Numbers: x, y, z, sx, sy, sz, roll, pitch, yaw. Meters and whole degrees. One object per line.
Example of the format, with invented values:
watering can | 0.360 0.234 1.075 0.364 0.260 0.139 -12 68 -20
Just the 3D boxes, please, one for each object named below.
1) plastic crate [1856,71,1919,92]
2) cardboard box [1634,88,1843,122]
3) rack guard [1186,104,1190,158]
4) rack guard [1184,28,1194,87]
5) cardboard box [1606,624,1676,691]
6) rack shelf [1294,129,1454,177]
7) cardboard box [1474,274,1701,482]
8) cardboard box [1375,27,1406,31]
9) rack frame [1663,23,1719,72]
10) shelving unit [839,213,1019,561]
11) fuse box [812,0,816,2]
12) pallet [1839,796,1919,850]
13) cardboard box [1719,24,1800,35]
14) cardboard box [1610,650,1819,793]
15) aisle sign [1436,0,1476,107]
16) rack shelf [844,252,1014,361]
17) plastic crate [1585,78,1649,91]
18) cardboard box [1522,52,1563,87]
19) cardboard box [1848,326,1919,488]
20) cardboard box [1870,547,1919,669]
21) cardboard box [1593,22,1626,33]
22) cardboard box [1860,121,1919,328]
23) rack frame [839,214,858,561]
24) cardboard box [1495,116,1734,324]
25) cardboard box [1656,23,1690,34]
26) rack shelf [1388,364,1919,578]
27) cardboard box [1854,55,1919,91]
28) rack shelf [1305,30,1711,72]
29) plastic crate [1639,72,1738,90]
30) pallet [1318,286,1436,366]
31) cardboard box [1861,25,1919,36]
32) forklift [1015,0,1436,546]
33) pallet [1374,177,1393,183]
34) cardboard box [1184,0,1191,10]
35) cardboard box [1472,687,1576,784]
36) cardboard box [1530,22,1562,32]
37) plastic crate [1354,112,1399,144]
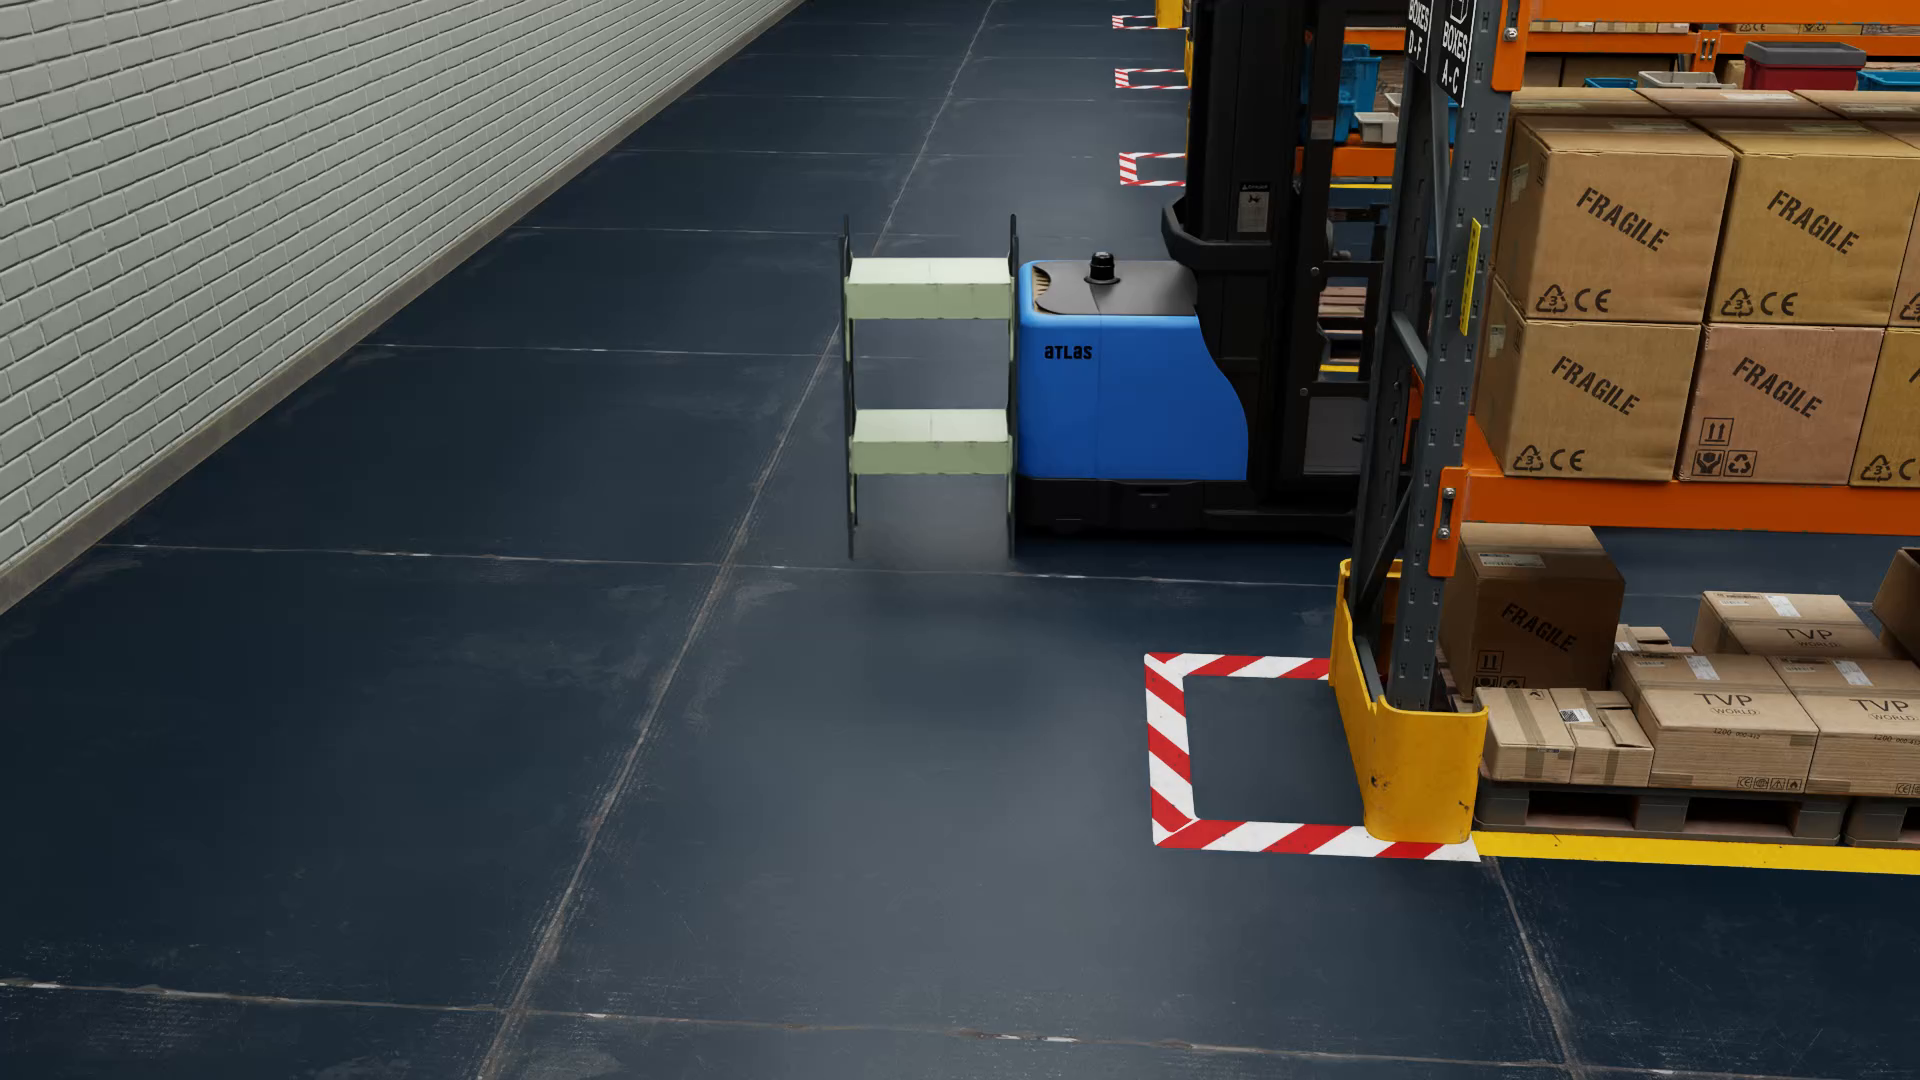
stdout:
plastic crate | 5.394 -2.422 9.406 0.575 0.384 0.392 2 25 4
cardboard box | 2.483 -1.177 5.437 0.500 0.500 0.500 3 25 5
rack guard | 2.253 -3.587 14.980 0.348 0.500 1.175 2 25 4
rack guard | 2.833 -5.647 19.459 0.348 0.500 1.175 2 25 4
cardboard box | 2.473 0.460 6.059 0.250 0.166 0.380 2 25 4
rack shelf | 3.892 -2.266 9.981 4.000 0.370 1.077 2 25 4
cardboard box | 1.937 -0.514 5.193 0.500 0.500 0.500 2 25 5
cardboard box | 3.630 -4.426 14.115 0.250 0.149 0.380 1 25 3
rack frame | 6.265 -4.593 14.178 0.127 3.000 1.000 2 25 4
shelving unit | -0.131 -0.671 7.448 0.755 1.500 0.431 0 25 0
fuse box | -2.282 -9.308 25.965 0.414 1.711 0.539 2 25 4
pallet | 3.599 0.742 5.919 1.213 0.211 1.003 2 25 4
cardboard box | 6.705 -4.520 13.898 0.500 0.500 0.500 2 25 4
cardboard box | 2.534 0.608 5.637 0.500 0.250 0.500 2 25 4
aisle sign | 1.424 -1.653 4.679 0.004 0.787 0.394 2 25 4
rack shelf | -0.131 -1.026 7.285 0.720 0.370 0.431 0 25 0
plastic crate | 3.965 -2.649 10.082 0.300 0.233 0.416 2 25 4
cardboard box | 4.716 -3.902 14.715 0.875 0.875 0.875 2 25 4
cardboard box | 2.952 -0.482 5.124 0.500 0.500 0.500 2 25 4
cardboard box | 3.630 0.412 5.761 0.637 0.503 0.797 2 25 4
cardboard box | 5.424 -4.369 13.990 0.250 0.149 0.380 1 25 3
cardboard box | 2.957 -0.937 4.915 0.500 0.500 0.500 2 25 5
rack frame | -0.497 -0.670 7.446 0.023 1.500 0.400 0 25 0
cardboard box | 1.937 -0.968 4.984 0.500 0.500 0.500 3 25 6
cardboard box | 5.936 -4.352 13.955 0.250 0.149 0.380 2 25 4
rack shelf | 3.509 -0.202 5.495 4.000 0.370 1.077 2 25 4
cardboard box | 7.796 -3.779 14.446 0.875 0.875 1.225 1 25 2
rack shelf | 4.271 -4.331 14.467 4.000 0.370 1.077 2 25 4
plastic crate | 4.378 -2.628 9.977 0.530 0.282 0.437 2 25 4
pallet | 2.717 -1.348 10.460 1.213 0.211 1.003 2 25 4
cardboard box | 7.705 -4.488 13.829 0.500 0.500 0.500 1 25 3
forklift | 1.780 -1.532 7.607 3.031 2.935 1.130 1 25 1
pallet | 4.293 -3.421 14.967 1.213 0.211 1.003 2 25 4
cardboard box | 3.701 -7.899 23.925 0.875 0.438 0.875 1 25 2
cardboard box | 1.906 0.659 5.647 0.250 0.149 0.380 2 25 4
cardboard box | 4.910 -4.385 14.026 0.250 0.149 0.380 2 25 5
plastic crate | 2.432 -2.375 9.600 0.298 0.136 0.250 2 25 4
